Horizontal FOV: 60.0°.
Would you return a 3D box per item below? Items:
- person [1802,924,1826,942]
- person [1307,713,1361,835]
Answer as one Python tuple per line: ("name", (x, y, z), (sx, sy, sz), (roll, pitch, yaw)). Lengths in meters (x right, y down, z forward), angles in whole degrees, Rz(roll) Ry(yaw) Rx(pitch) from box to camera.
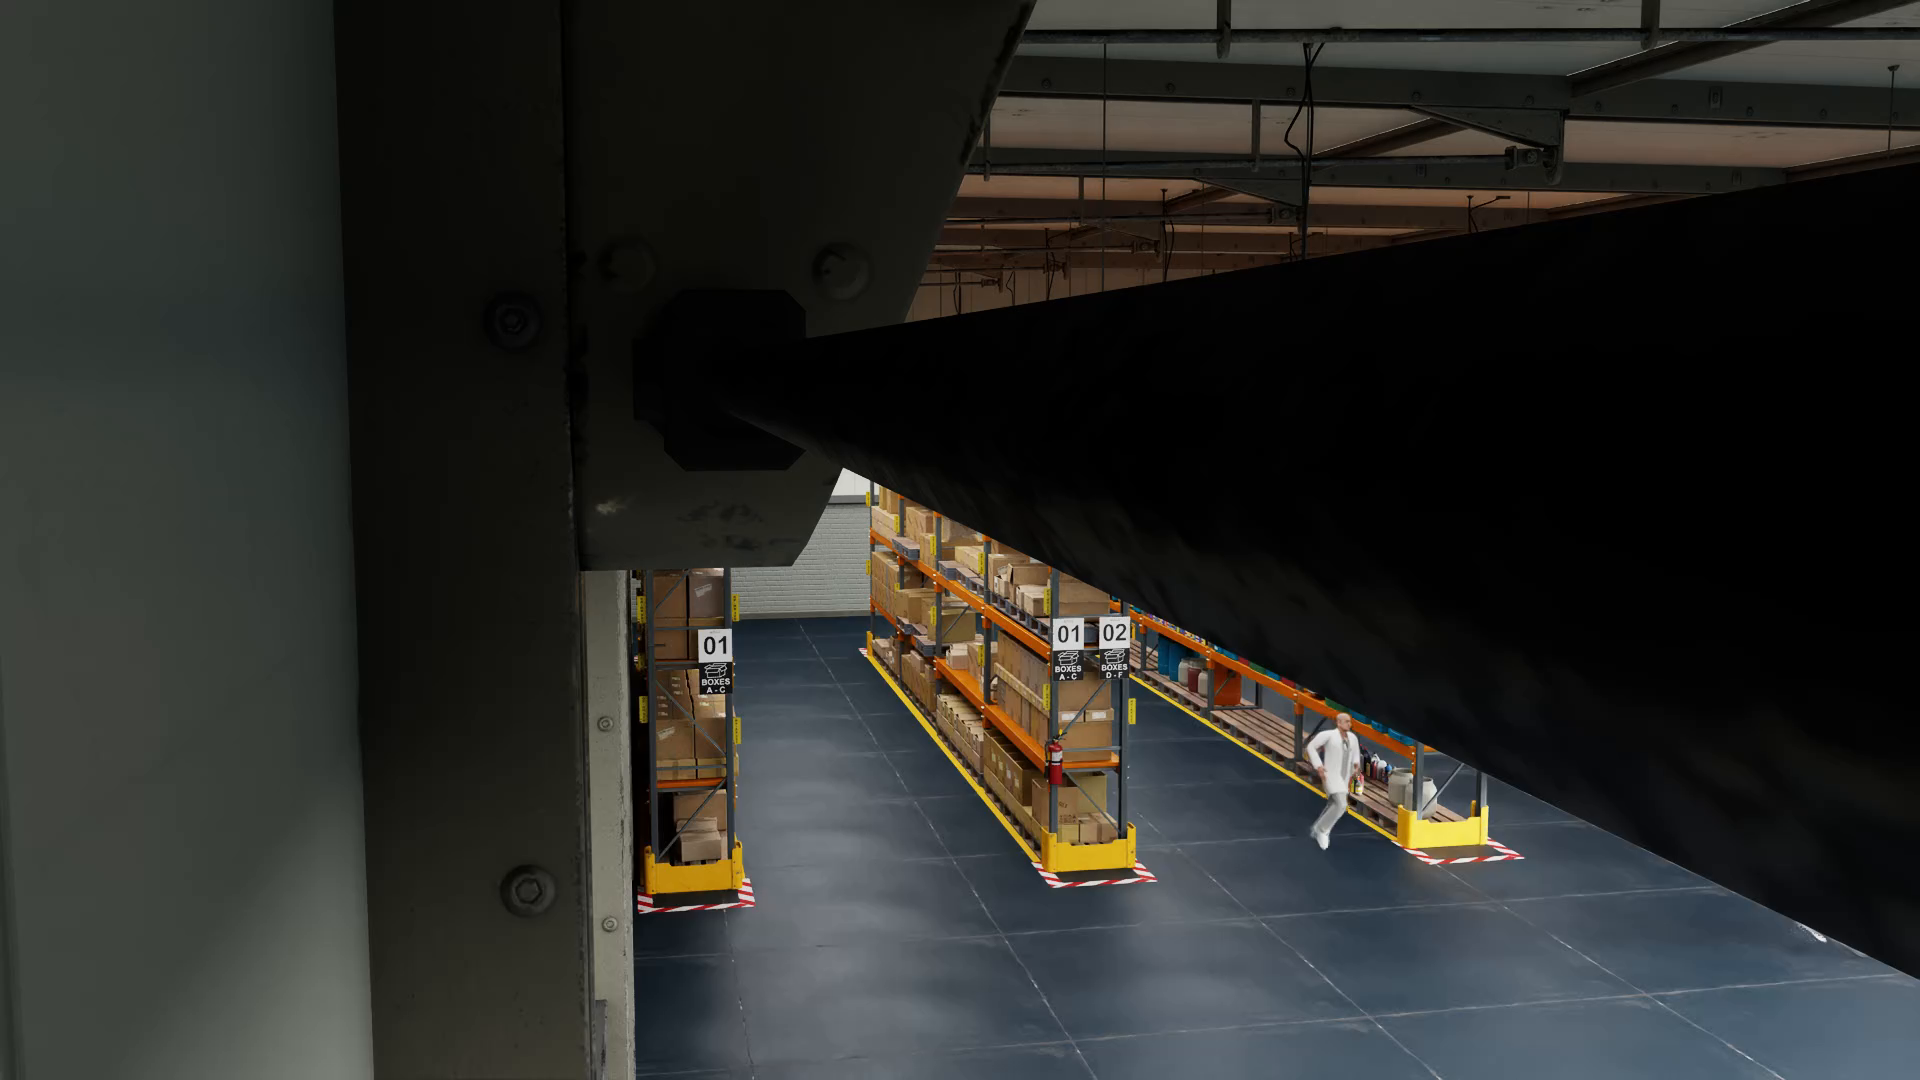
("person", (9.631, 3.612, 17.885), (0.970, 1.653, 0.565), (1, 6, 12))
("person", (5.694, 4.645, 7.877), (14.709, 1.757, 25.461), (-4, 7, -32))
